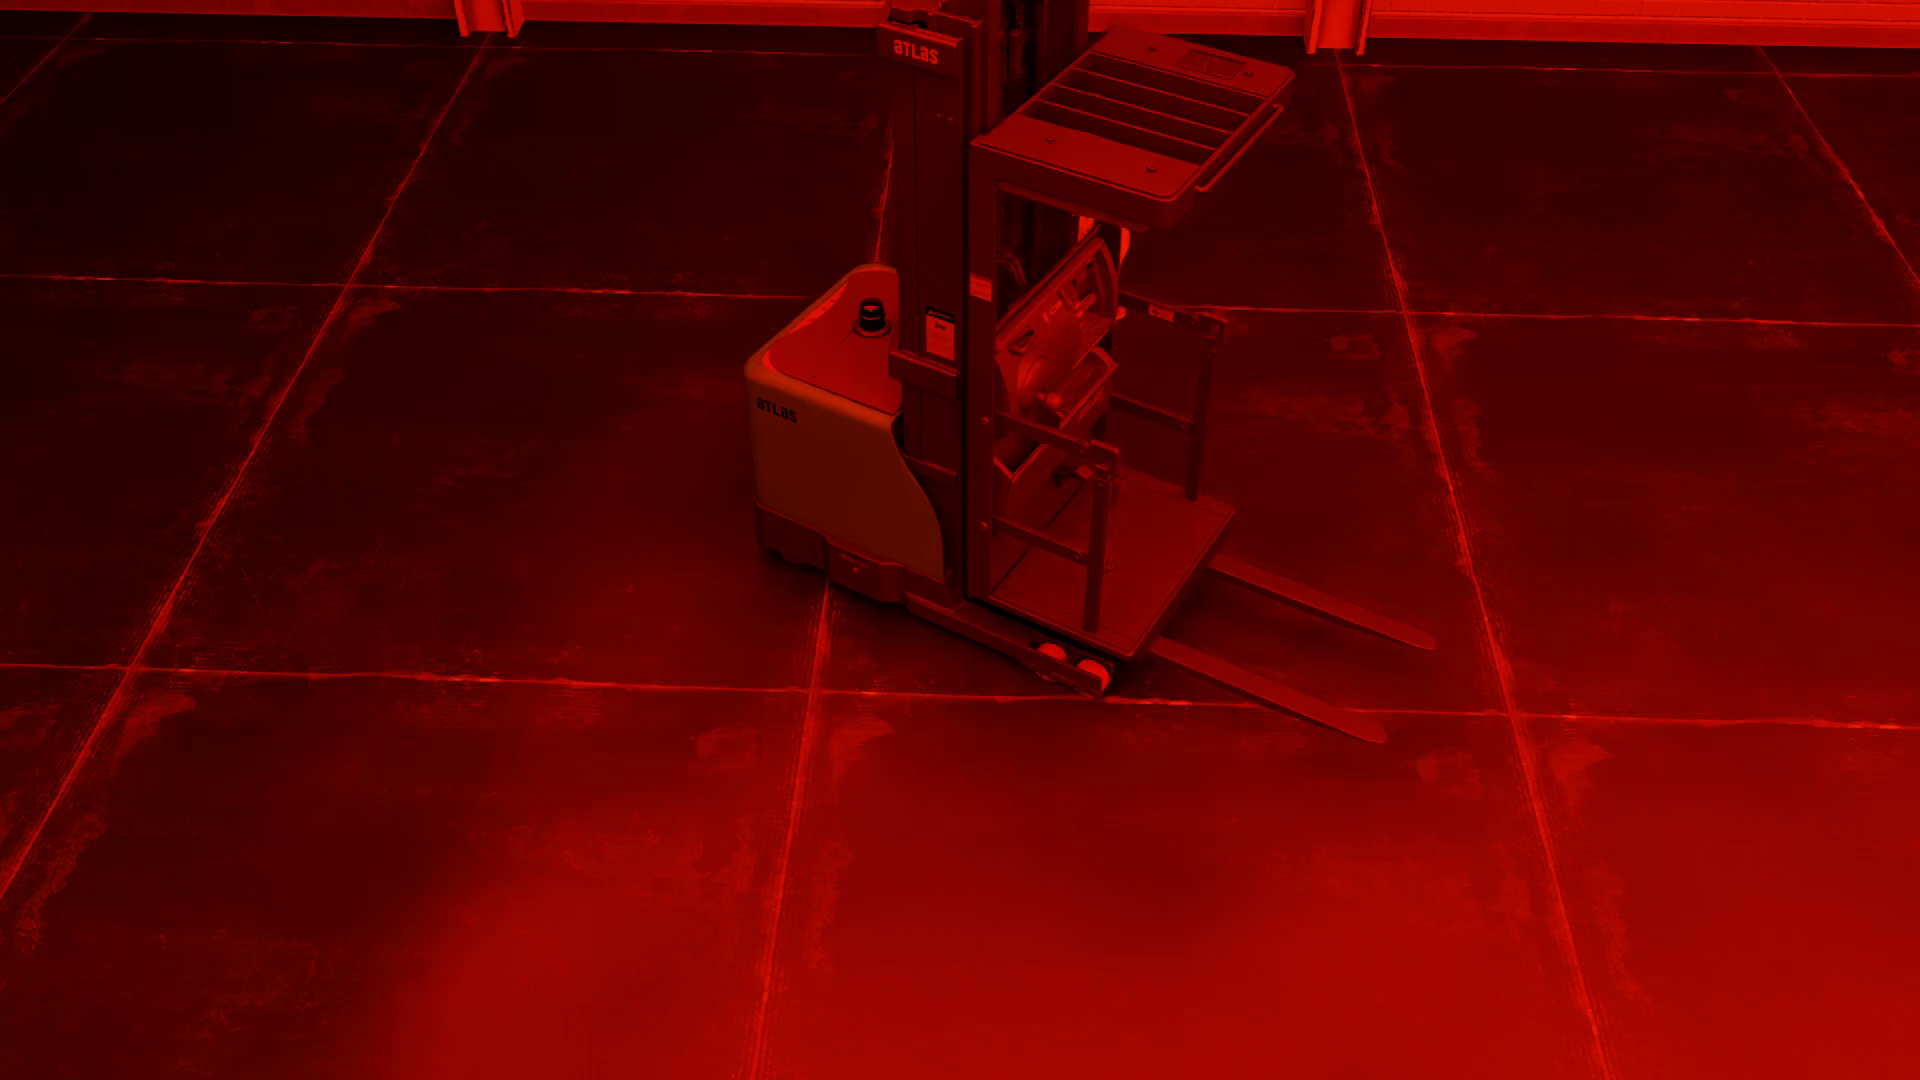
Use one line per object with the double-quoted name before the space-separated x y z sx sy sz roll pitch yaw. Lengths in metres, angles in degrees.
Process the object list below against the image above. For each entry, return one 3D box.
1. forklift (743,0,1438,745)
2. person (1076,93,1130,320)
"forklift" 0.575 -0.815 6.635 3.031 2.935 1.130 22 47 22
"person" 0.715 -1.853 8.937 0.909 1.412 0.739 -16 45 -16
